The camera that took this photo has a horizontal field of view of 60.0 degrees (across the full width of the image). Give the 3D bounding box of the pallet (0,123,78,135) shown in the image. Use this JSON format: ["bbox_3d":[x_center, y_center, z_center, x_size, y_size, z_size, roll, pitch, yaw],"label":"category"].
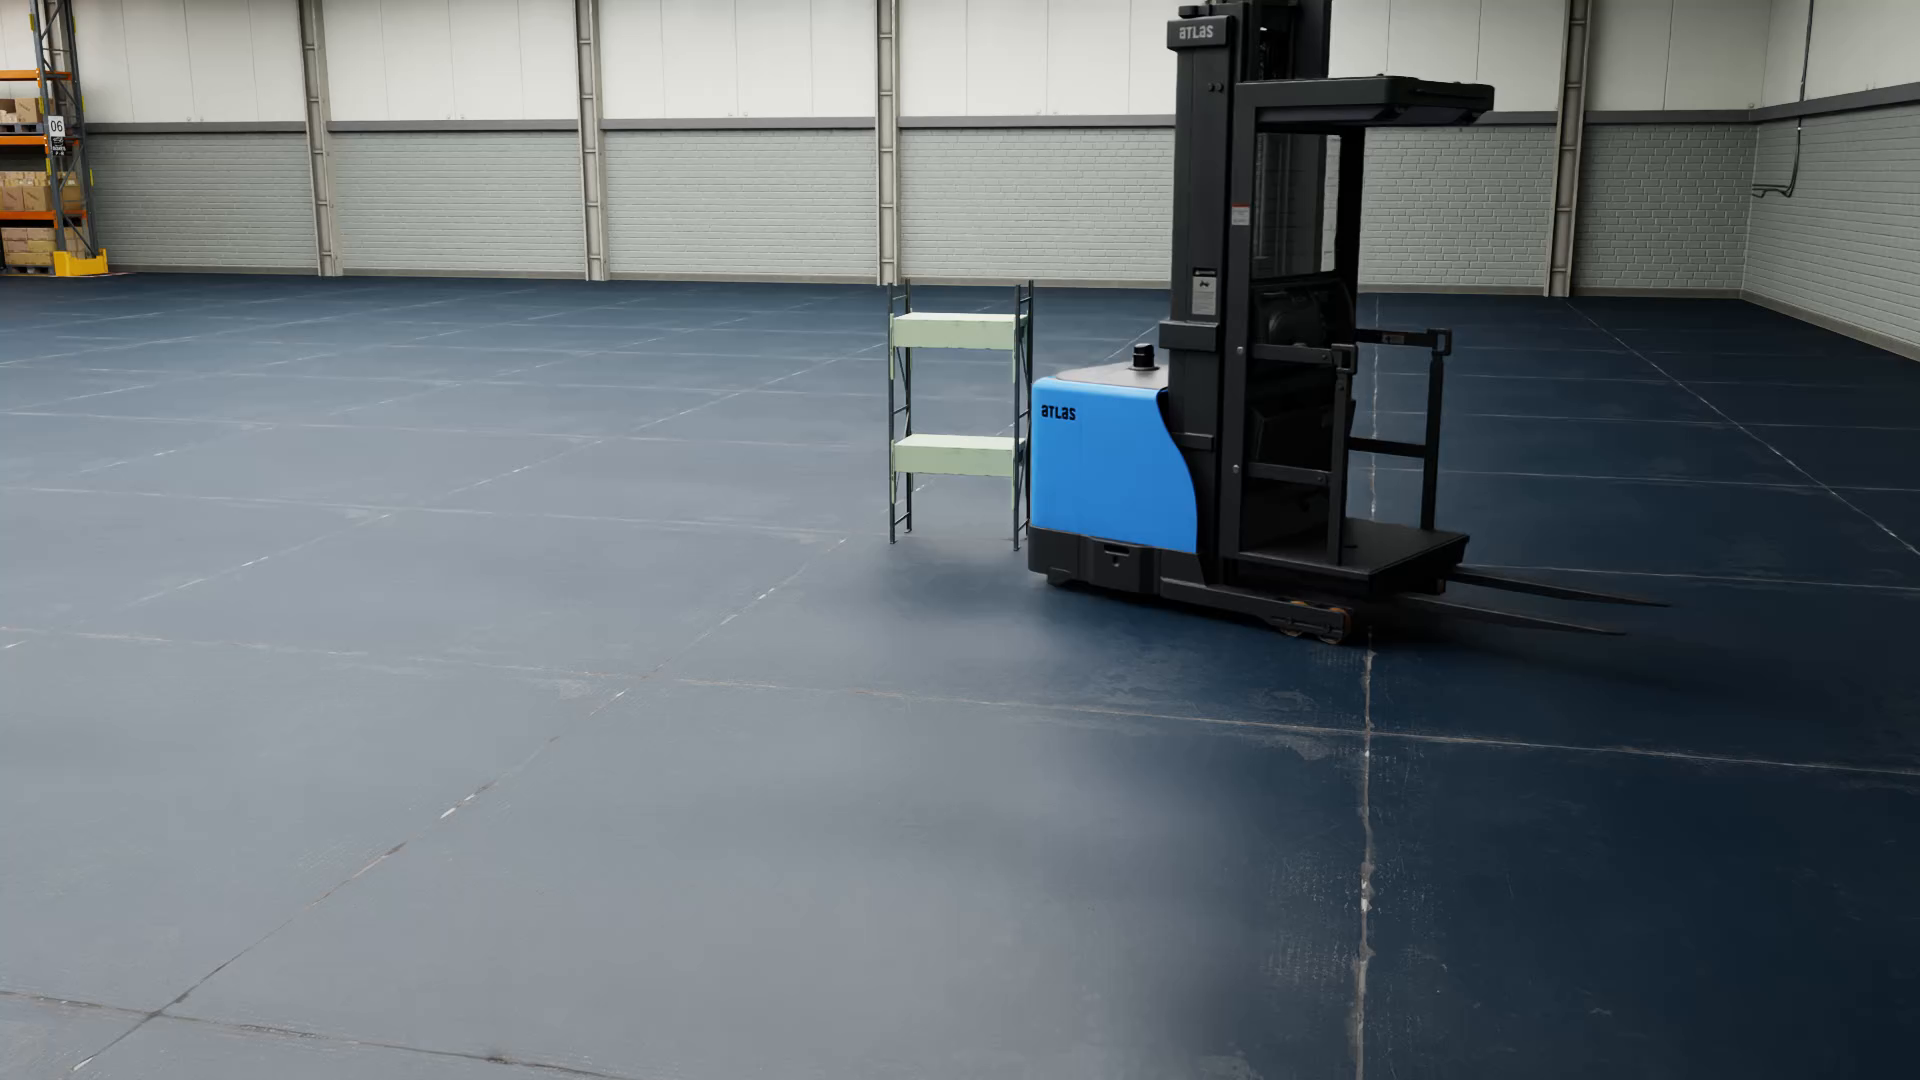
[{"bbox_3d":[-19.040,-8.477,34.296,1.213,0.211,1.003,3,13,14],"label":"pallet"}]

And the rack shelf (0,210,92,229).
[{"bbox_3d":[-20.301,-6.766,34.967,4.000,0.370,1.077,3,13,14],"label":"rack shelf"}]

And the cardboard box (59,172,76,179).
[{"bbox_3d":[-18.634,-7.587,34.589,0.250,0.149,0.380,3,13,12],"label":"cardboard box"}]

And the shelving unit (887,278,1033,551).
[{"bbox_3d":[0.006,-0.732,9.570,0.755,1.500,0.431,3,13,14],"label":"shelving unit"}]

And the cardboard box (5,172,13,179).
[{"bbox_3d":[-19.489,-7.541,34.384,0.250,0.149,0.380,3,13,14],"label":"cardboard box"}]

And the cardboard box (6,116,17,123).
[{"bbox_3d":[-19.237,-8.588,33.973,0.250,0.149,0.380,3,13,12],"label":"cardboard box"}]

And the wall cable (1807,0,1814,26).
[{"bbox_3d":[12.202,-8.561,23.054,0.112,2.526,3.097,3,13,14],"label":"wall cable"}]

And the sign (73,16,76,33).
[{"bbox_3d":[-18.220,-10.592,34.178,0.005,0.325,0.100,3,13,14],"label":"sign"}]

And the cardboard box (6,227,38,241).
[{"bbox_3d":[-19.378,-6.348,34.491,0.500,0.250,0.500,3,13,15],"label":"cardboard box"}]

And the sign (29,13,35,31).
[{"bbox_3d":[-18.503,-10.324,33.151,0.005,0.325,0.100,3,13,14],"label":"sign"}]

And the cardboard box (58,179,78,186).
[{"bbox_3d":[-18.627,-7.451,34.665,0.250,0.149,0.380,3,13,12],"label":"cardboard box"}]

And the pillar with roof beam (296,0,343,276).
[{"bbox_3d":[-14.026,-8.951,29.305,0.400,9.000,9.100,3,13,14],"label":"pillar with roof beam"}]

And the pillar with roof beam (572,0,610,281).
[{"bbox_3d":[-8.200,-8.640,27.901,0.400,9.000,9.100,3,13,14],"label":"pillar with roof beam"}]

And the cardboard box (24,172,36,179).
[{"bbox_3d":[-19.005,-7.505,34.220,0.250,0.149,0.380,3,13,14],"label":"cardboard box"}]

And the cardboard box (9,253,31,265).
[{"bbox_3d":[-19.372,-5.862,34.609,0.500,0.250,0.500,3,13,14],"label":"cardboard box"}]

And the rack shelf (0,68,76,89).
[{"bbox_3d":[-20.301,-9.500,34.360,4.000,0.370,1.077,3,13,14],"label":"rack shelf"}]

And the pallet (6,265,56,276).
[{"bbox_3d":[-19.112,-5.683,34.862,1.213,0.211,1.003,3,13,14],"label":"pallet"}]

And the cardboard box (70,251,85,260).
[{"bbox_3d":[-18.789,-5.943,34.974,0.500,0.250,0.500,3,13,14],"label":"cardboard box"}]

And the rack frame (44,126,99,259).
[{"bbox_3d":[-18.359,-7.014,34.421,0.127,3.000,1.000,3,13,14],"label":"rack frame"}]

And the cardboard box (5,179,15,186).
[{"bbox_3d":[-19.494,-7.387,34.375,0.250,0.149,0.380,3,13,13],"label":"cardboard box"}]

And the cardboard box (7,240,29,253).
[{"bbox_3d":[-19.391,-6.108,34.564,0.500,0.250,0.500,3,13,13],"label":"cardboard box"}]

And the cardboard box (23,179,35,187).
[{"bbox_3d":[-19.018,-7.345,34.187,0.250,0.149,0.380,3,13,14],"label":"cardboard box"}]

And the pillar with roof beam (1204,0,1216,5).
[{"bbox_3d":[3.450,-8.017,25.094,0.400,9.000,9.100,3,13,14],"label":"pillar with roof beam"}]

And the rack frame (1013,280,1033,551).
[{"bbox_3d":[0.362,-0.713,9.484,0.023,1.500,0.400,3,13,14],"label":"rack frame"}]

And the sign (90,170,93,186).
[{"bbox_3d":[-18.221,-7.591,34.843,0.005,0.325,0.100,3,13,14],"label":"sign"}]

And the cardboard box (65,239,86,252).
[{"bbox_3d":[-18.766,-6.189,34.926,0.500,0.250,0.500,3,13,15],"label":"cardboard box"}]

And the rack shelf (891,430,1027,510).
[{"bbox_3d":[0.006,-0.414,9.640,0.720,0.370,0.431,3,13,14],"label":"rack shelf"}]

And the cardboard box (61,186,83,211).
[{"bbox_3d":[-18.774,-7.147,34.789,0.500,0.500,0.500,3,13,15],"label":"cardboard box"}]

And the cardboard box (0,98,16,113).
[{"bbox_3d":[-19.818,-8.827,34.236,0.500,0.500,0.700,3,13,14],"label":"cardboard box"}]

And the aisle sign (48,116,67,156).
[{"bbox_3d":[-18.366,-8.218,33.846,0.004,0.787,0.394,3,13,14],"label":"aisle sign"}]

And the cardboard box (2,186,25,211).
[{"bbox_3d":[-19.402,-7.062,34.407,0.500,0.500,0.500,3,13,15],"label":"cardboard box"}]

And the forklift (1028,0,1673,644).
[{"bbox_3d":[1.812,-1.085,7.859,3.031,2.935,1.130,10,16,39],"label":"forklift"}]
